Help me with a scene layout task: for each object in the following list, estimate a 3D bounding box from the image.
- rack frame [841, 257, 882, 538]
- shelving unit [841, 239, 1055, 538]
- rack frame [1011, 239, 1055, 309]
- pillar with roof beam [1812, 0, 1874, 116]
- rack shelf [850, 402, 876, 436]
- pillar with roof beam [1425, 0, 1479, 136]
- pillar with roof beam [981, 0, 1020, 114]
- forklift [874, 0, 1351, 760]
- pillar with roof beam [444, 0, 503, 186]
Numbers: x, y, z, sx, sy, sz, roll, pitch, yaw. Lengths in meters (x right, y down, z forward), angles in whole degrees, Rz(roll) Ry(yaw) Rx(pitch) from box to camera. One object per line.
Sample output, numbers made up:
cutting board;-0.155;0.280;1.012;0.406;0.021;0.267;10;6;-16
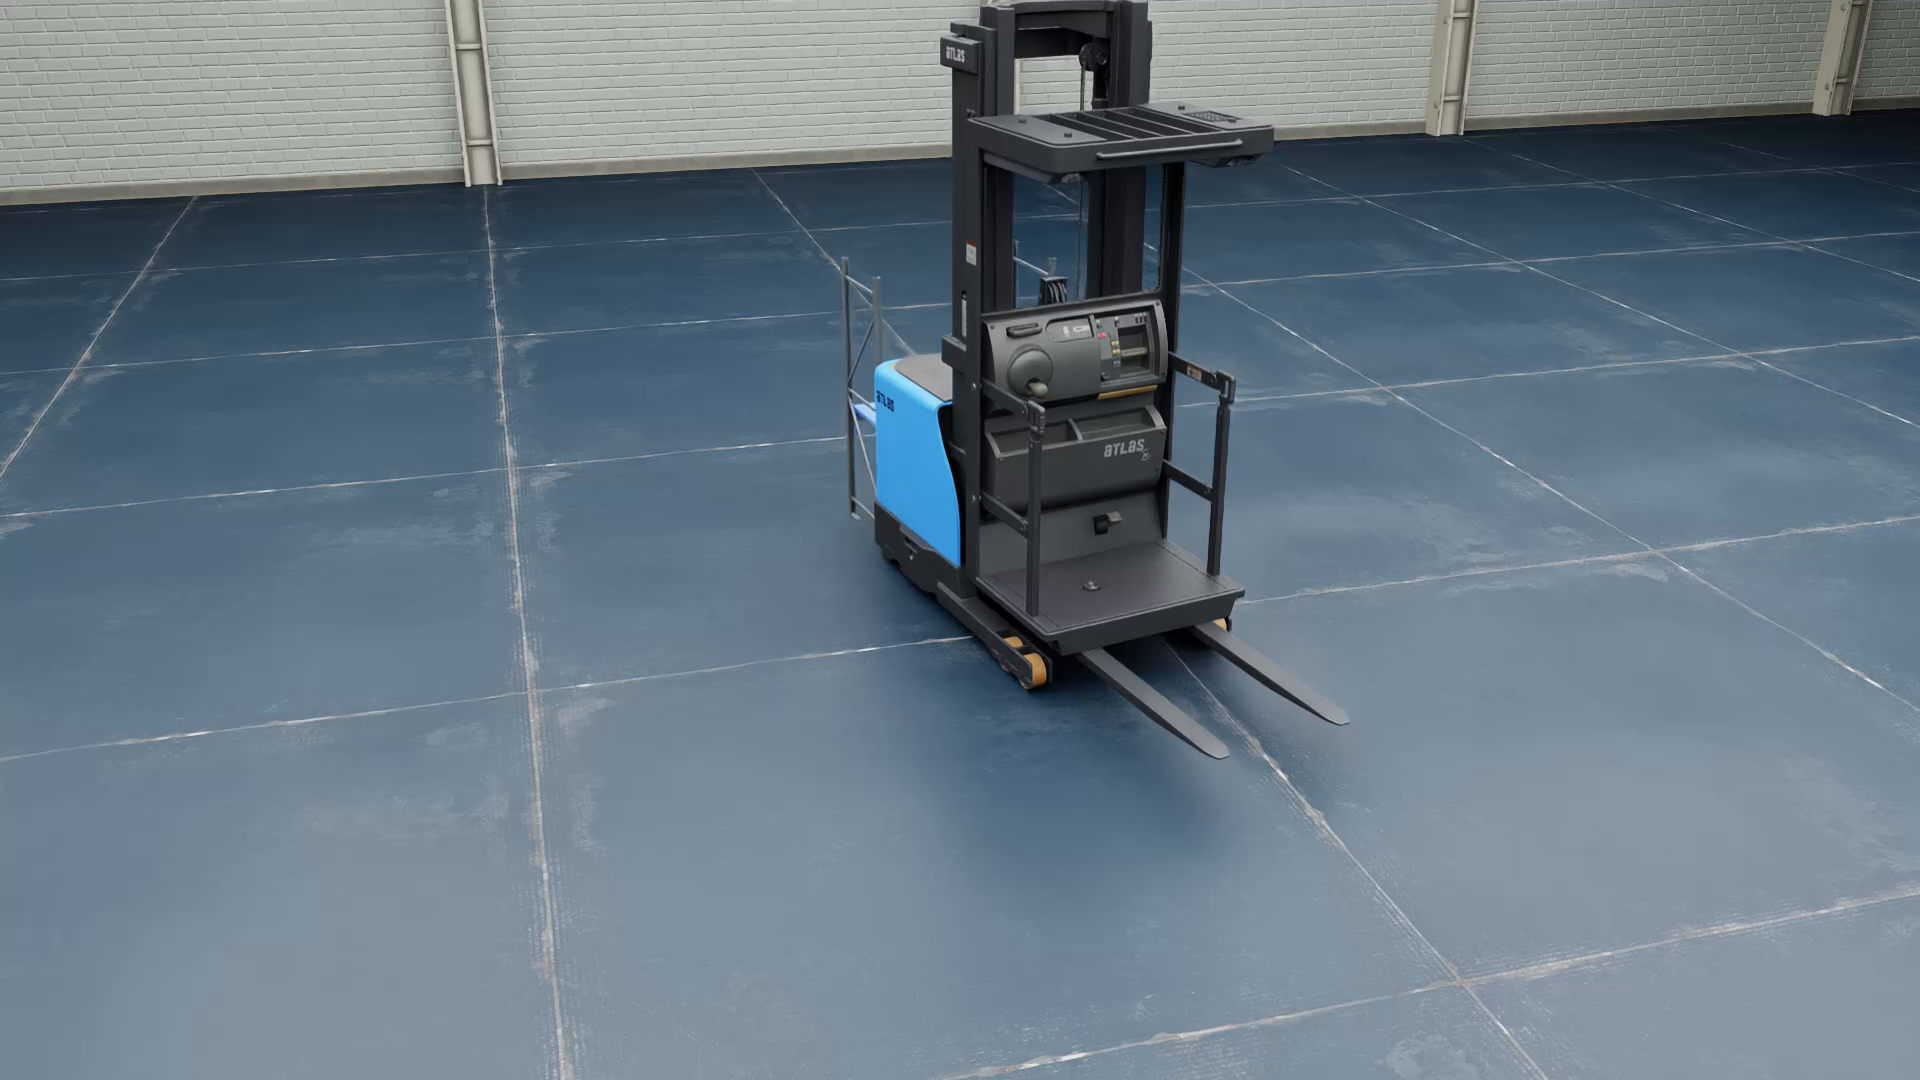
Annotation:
rack frame;-0.527;-0.756;9.110;0.032;1.500;0.500;-10;25;-23
shelving unit;-0.065;-0.840;9.306;1.048;1.500;0.538;-10;25;-23
rack frame;0.396;-0.924;9.501;0.032;1.500;0.500;-10;25;-23
pillar with roof beam;13.192;-8.396;17.404;0.400;9.000;9.100;-6;24;-14
rack shelf;-0.065;-0.675;9.377;1.000;0.185;0.538;-10;25;-23
pillar with roof beam;7.415;-7.756;15.915;0.400;9.000;9.100;-6;24;-14
pillar with roof beam;1.638;-7.117;14.425;0.400;9.000;9.100;-6;24;-14
forklift;0.649;-0.859;7.535;1.130;2.935;3.031;-11;26;-24
pillar with roof beam;-4.139;-6.478;12.936;0.400;9.000;9.100;-6;24;-14
